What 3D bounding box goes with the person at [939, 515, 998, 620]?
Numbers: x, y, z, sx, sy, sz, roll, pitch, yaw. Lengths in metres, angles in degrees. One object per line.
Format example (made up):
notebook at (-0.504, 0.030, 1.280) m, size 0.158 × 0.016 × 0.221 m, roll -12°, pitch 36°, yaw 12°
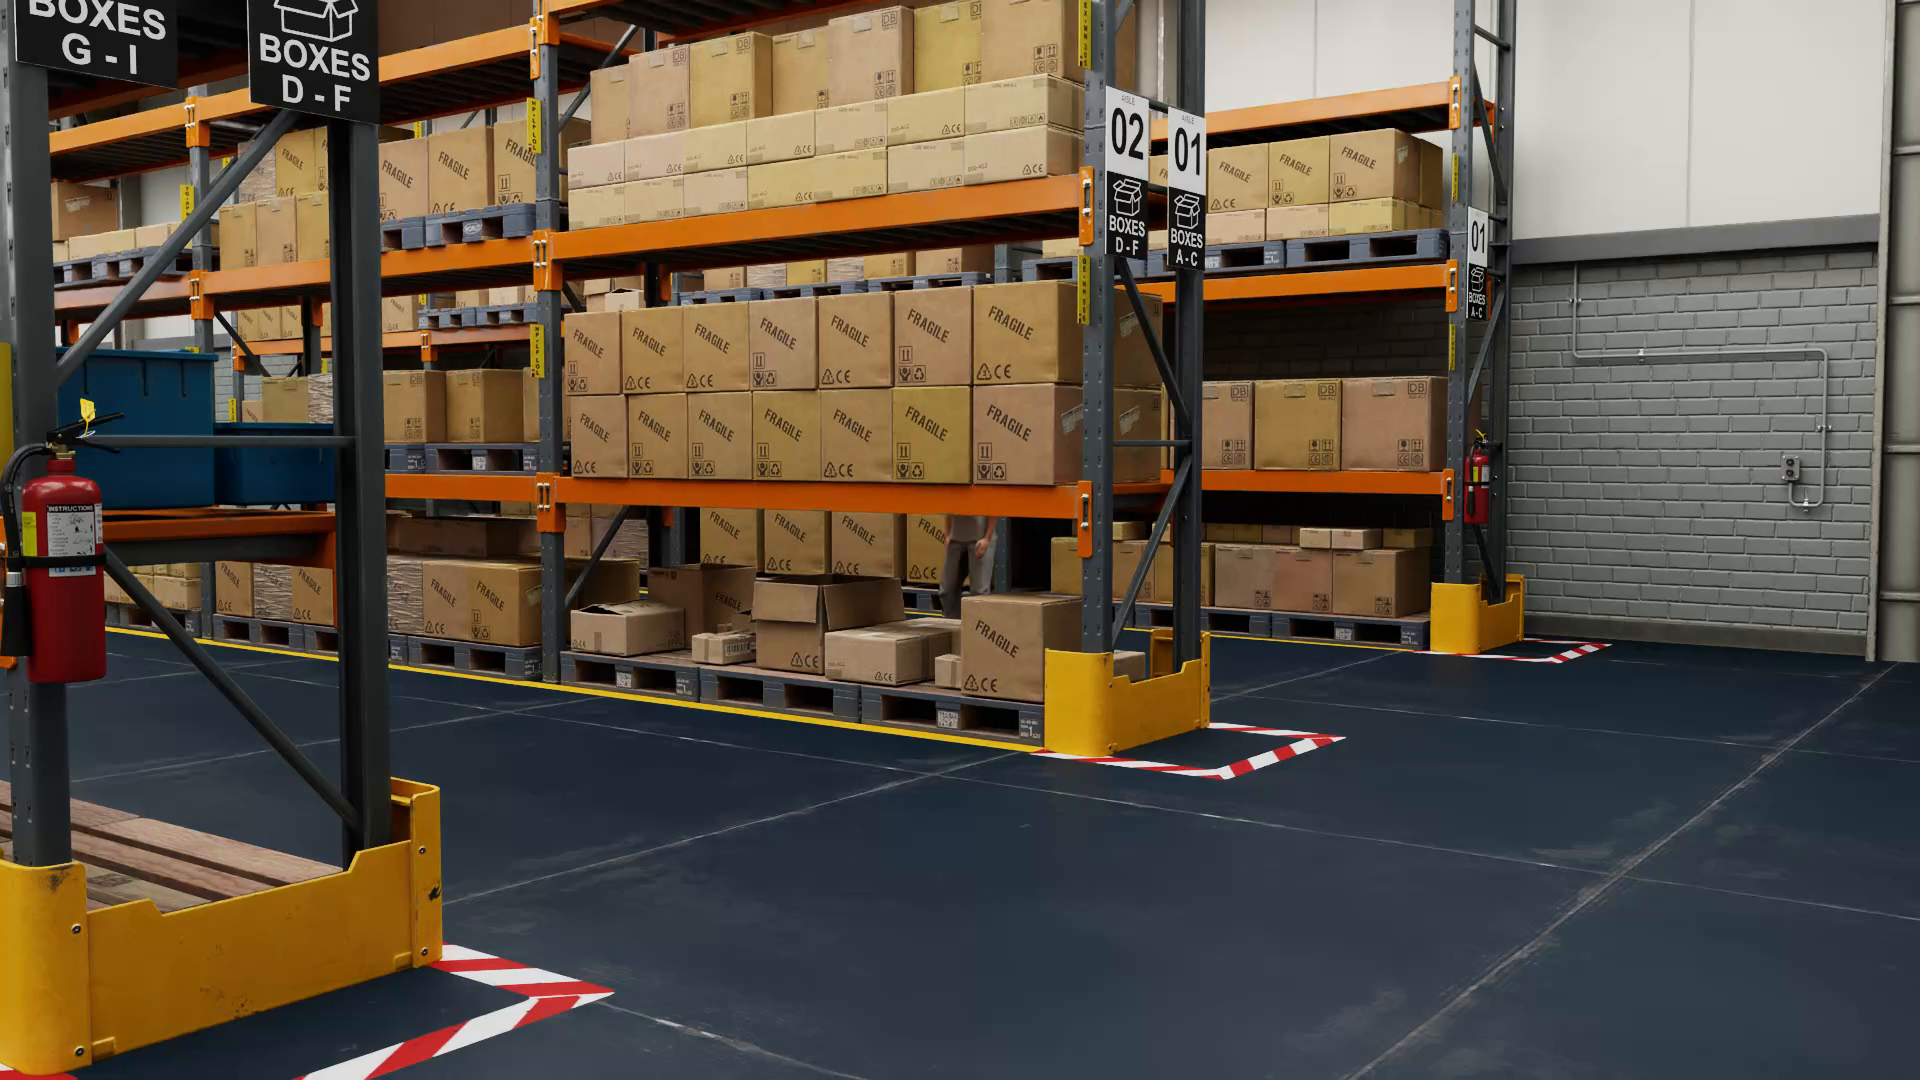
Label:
person at (0.085, 0.024, 11.539) m, size 0.456 × 1.645 × 0.354 m, roll 3°, pitch 4°, yaw 37°
